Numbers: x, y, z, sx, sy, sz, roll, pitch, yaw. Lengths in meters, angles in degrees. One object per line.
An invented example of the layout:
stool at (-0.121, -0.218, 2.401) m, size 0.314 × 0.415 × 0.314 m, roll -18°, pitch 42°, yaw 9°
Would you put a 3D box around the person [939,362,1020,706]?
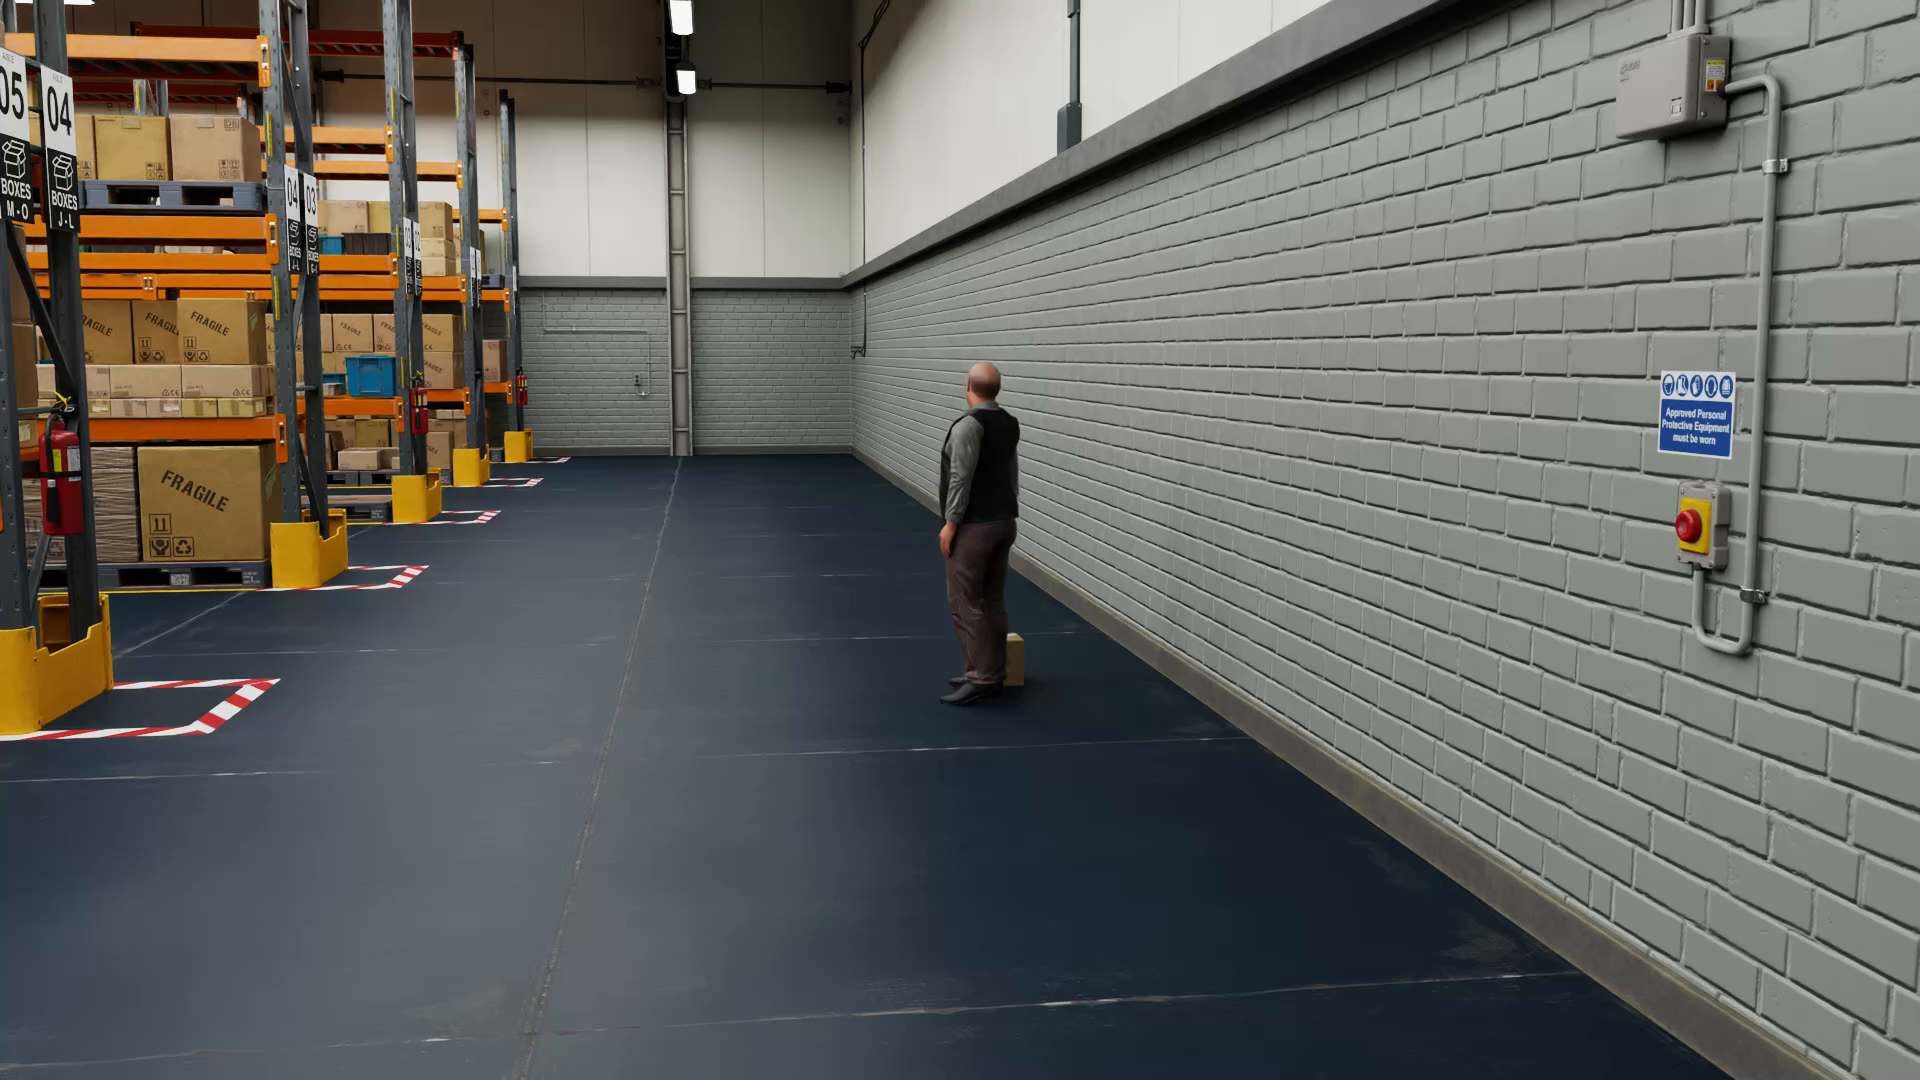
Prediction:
person at (0.087, -0.041, 8.617) m, size 0.397 × 1.750 × 0.583 m, roll 4°, pitch 8°, yaw 32°
